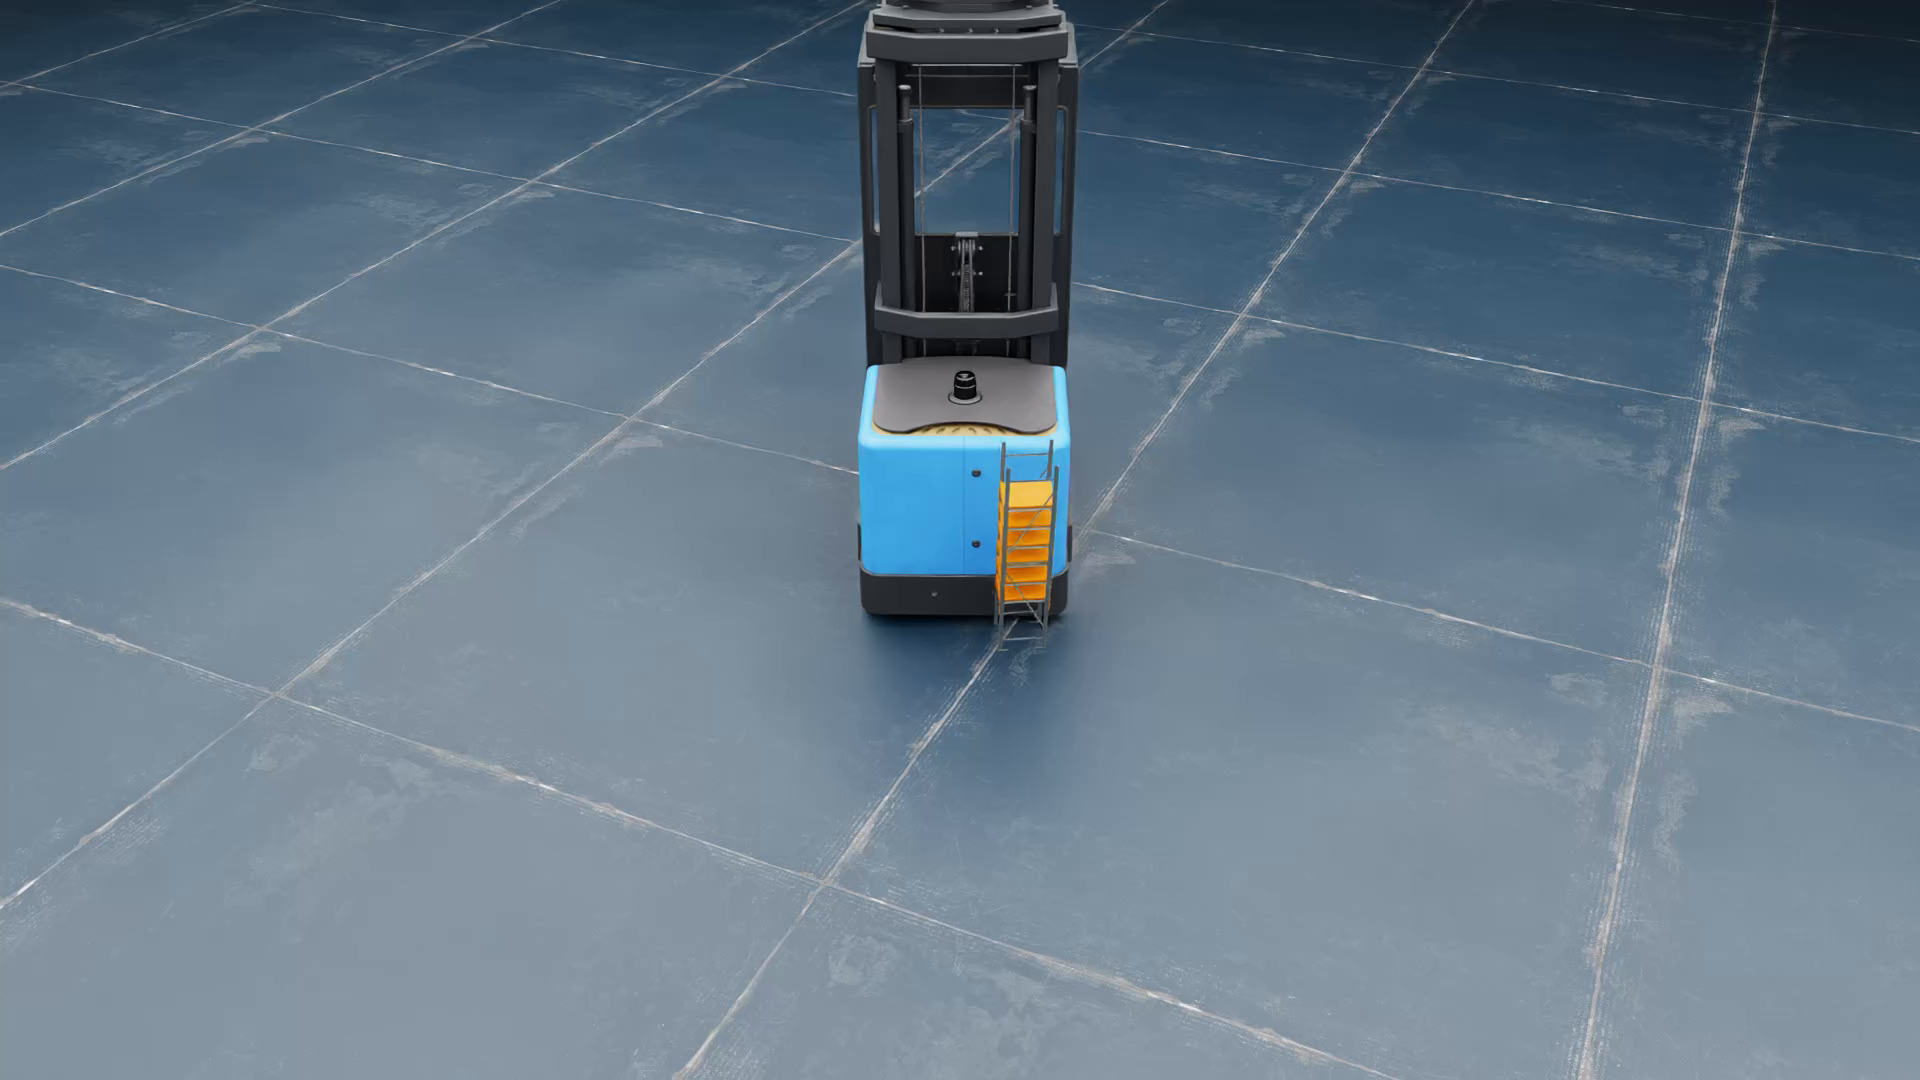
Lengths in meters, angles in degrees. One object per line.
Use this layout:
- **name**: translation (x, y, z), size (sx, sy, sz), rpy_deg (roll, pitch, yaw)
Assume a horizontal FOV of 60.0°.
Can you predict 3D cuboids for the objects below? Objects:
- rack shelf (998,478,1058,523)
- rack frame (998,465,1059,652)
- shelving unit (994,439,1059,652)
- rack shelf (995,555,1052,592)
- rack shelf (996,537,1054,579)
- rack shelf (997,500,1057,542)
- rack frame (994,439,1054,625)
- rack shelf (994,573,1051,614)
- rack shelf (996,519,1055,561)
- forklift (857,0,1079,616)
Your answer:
- **rack shelf**: translation (0.314, -0.183, 7.721), size (0.258, 0.103, 0.180), rpy_deg (-3, 43, -4)
- **rack frame**: translation (0.317, 0.110, 7.870), size (0.240, 1.200, 0.006), rpy_deg (-3, 43, -4)
- **shelving unit**: translation (0.309, 0.048, 7.937), size (0.258, 1.200, 0.189), rpy_deg (-3, 43, -4)
- **rack shelf**: translation (0.306, 0.168, 8.049), size (0.258, 0.103, 0.180), rpy_deg (-3, 43, -4)
- **rack shelf**: translation (0.308, 0.080, 7.967), size (0.258, 0.103, 0.180), rpy_deg (-3, 43, -4)
- **rack shelf**: translation (0.312, -0.095, 7.803), size (0.258, 0.103, 0.180), rpy_deg (-3, 43, -4)
- **rack frame**: translation (0.301, -0.015, 8.003), size (0.240, 1.200, 0.006), rpy_deg (-3, 43, -4)
- **rack shelf**: translation (0.304, 0.255, 8.131), size (0.258, 0.103, 0.180), rpy_deg (-3, 43, -4)
- **rack shelf**: translation (0.310, -0.007, 7.885), size (0.258, 0.103, 0.180), rpy_deg (-3, 43, -4)
- **forklift**: translation (0.042, -1.615, 8.909), size (1.130, 2.935, 3.031), rpy_deg (0, 33, 1)
